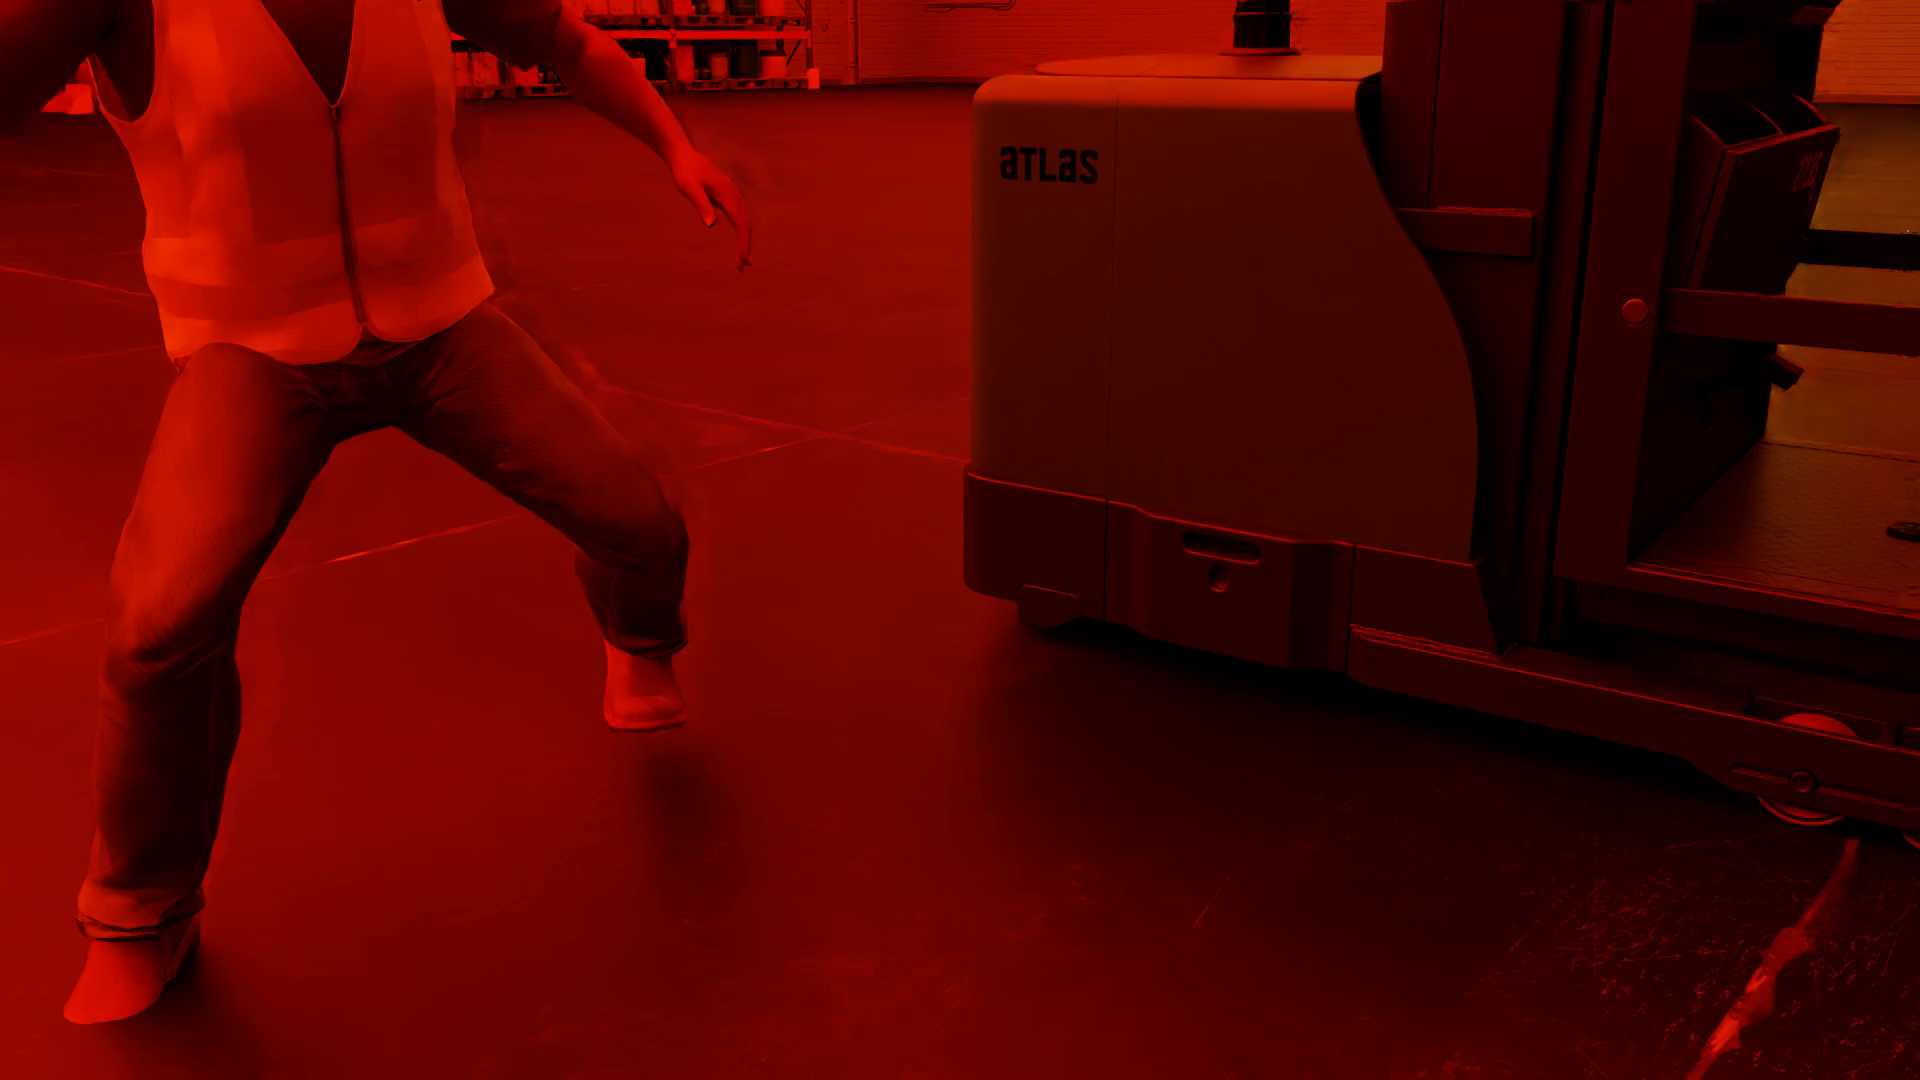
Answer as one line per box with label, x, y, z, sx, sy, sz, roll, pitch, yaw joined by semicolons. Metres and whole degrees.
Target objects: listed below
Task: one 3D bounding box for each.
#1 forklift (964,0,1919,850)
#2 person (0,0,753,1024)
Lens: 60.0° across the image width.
forklift;1.506;-1.112;2.561;3.031;2.935;1.130;12;20;33
person;-0.862;-0.252;2.135;1.227;1.665;0.533;-12;20;-34
